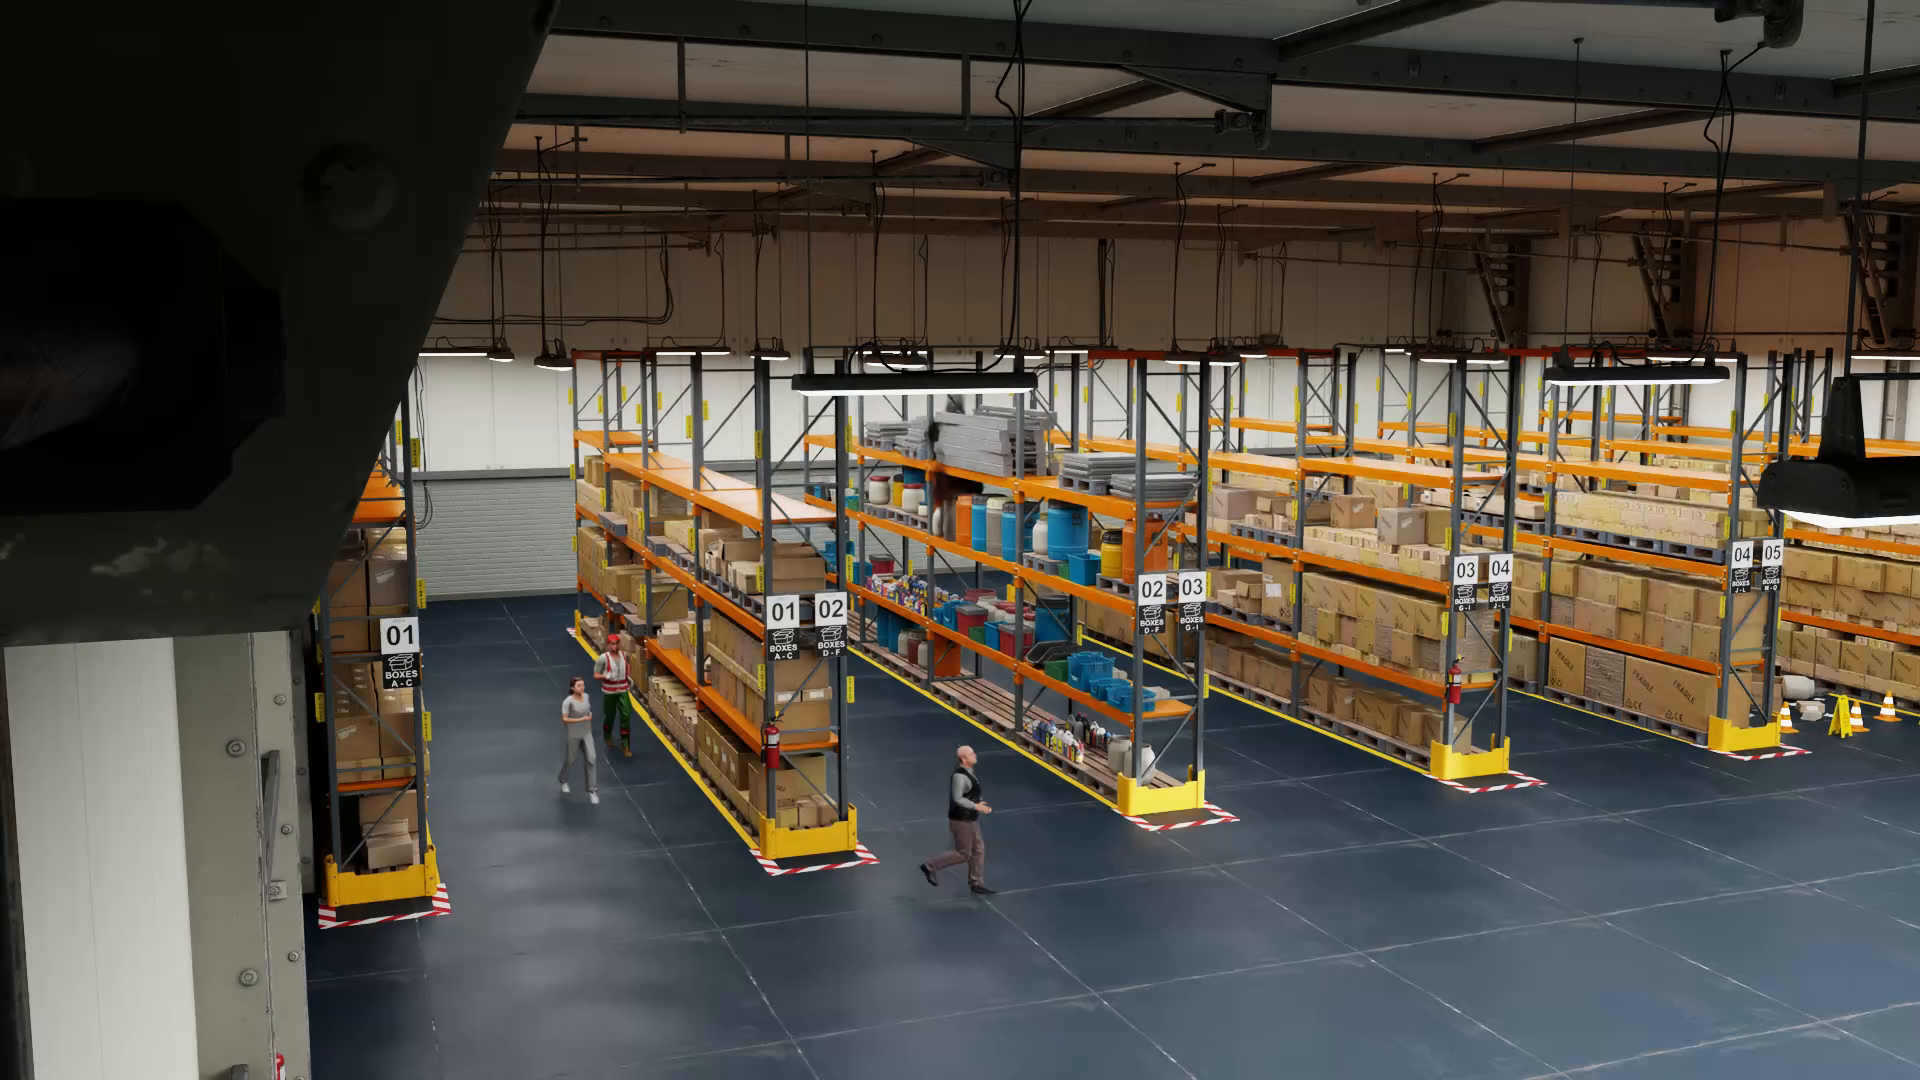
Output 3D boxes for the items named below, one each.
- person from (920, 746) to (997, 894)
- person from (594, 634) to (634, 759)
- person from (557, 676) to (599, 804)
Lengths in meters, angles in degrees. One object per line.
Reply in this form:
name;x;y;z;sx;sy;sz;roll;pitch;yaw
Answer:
person;-0.005;3.164;18.833;0.847;1.722;0.670;1;7;8
person;-5.196;2.319;25.033;0.642;1.829;0.850;-4;8;-28
person;-5.205;2.678;22.602;0.543;1.697;0.909;-6;10;-42
